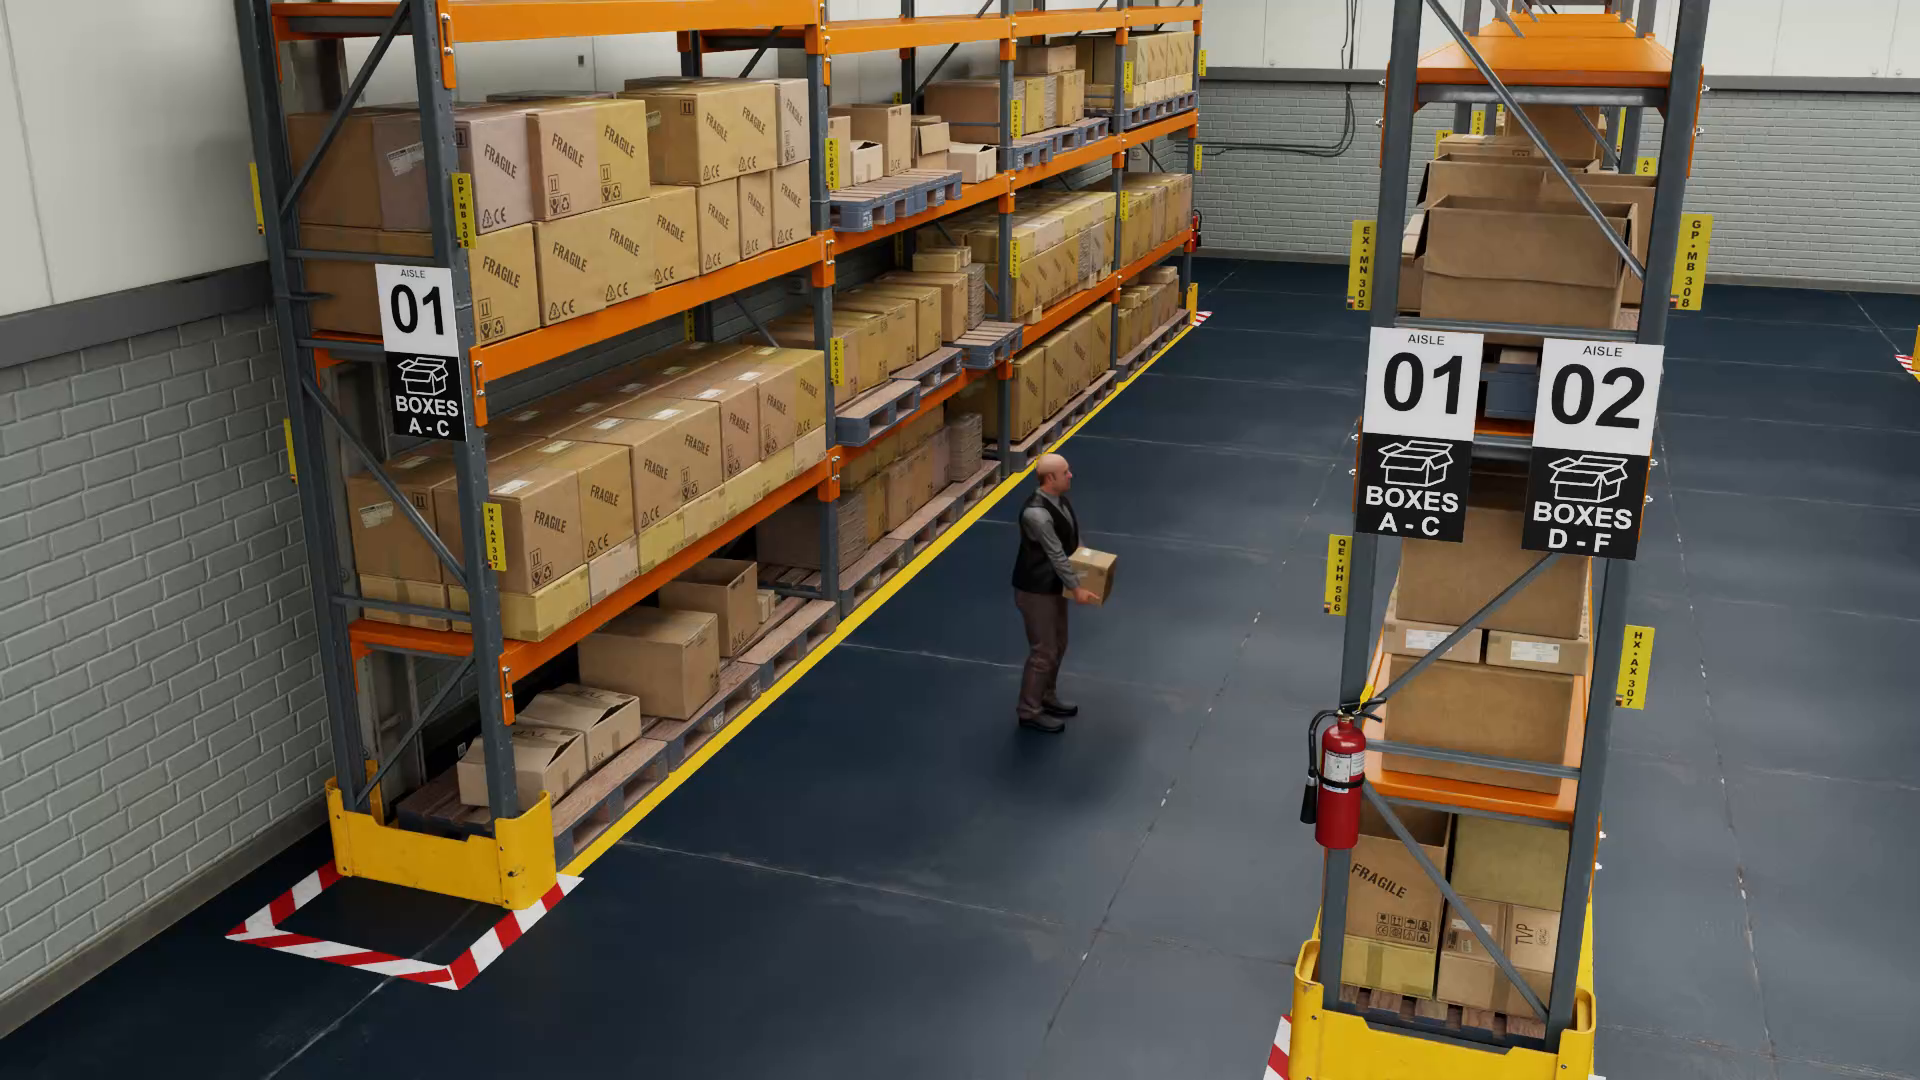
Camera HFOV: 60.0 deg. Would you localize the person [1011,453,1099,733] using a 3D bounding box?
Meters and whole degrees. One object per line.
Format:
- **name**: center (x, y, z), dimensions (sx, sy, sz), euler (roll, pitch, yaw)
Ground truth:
- **person**: center (0.614, 0.310, 10.183), dimensions (0.563, 1.720, 0.494), euler (6, 19, 17)
